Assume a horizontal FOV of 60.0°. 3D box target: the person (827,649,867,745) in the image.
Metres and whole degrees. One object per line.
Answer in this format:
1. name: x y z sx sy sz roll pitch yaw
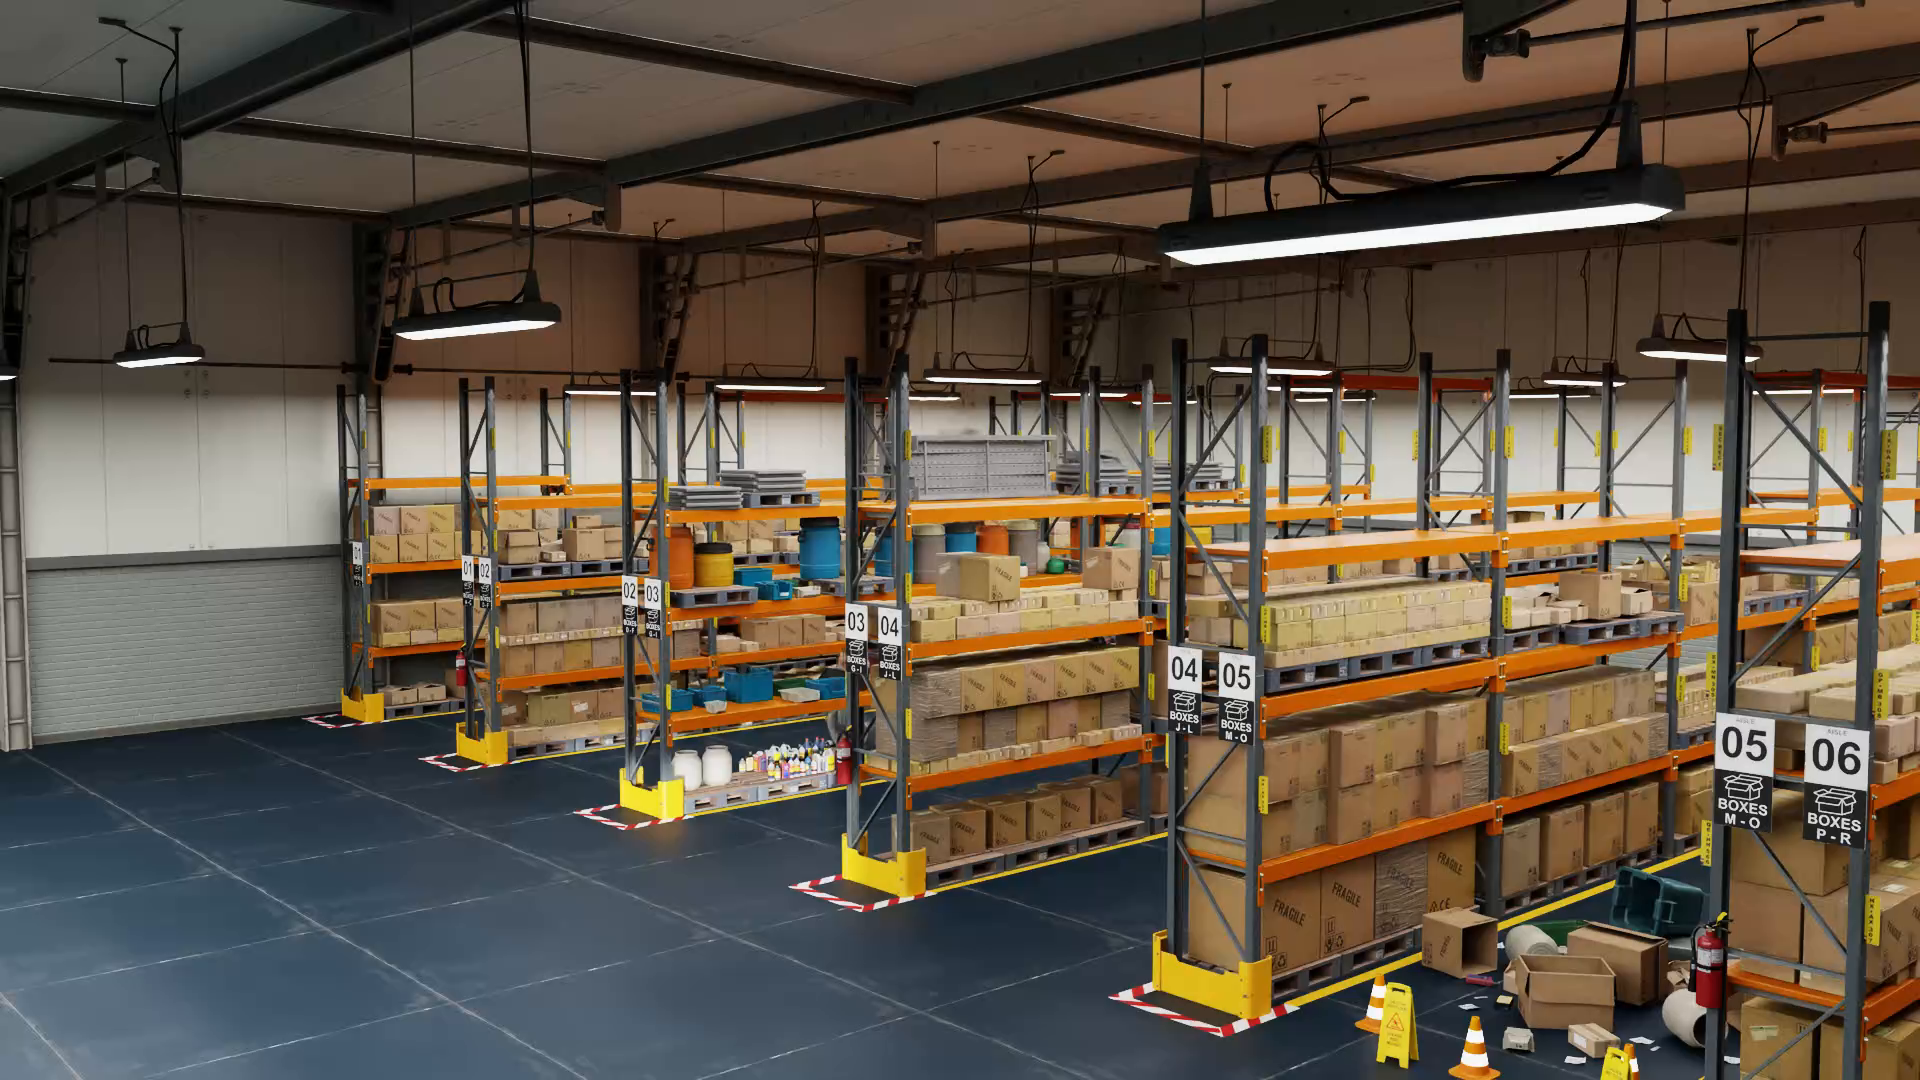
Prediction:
1. person: -1.869 2.581 26.946 0.723 1.625 0.569 -3 5 -39
